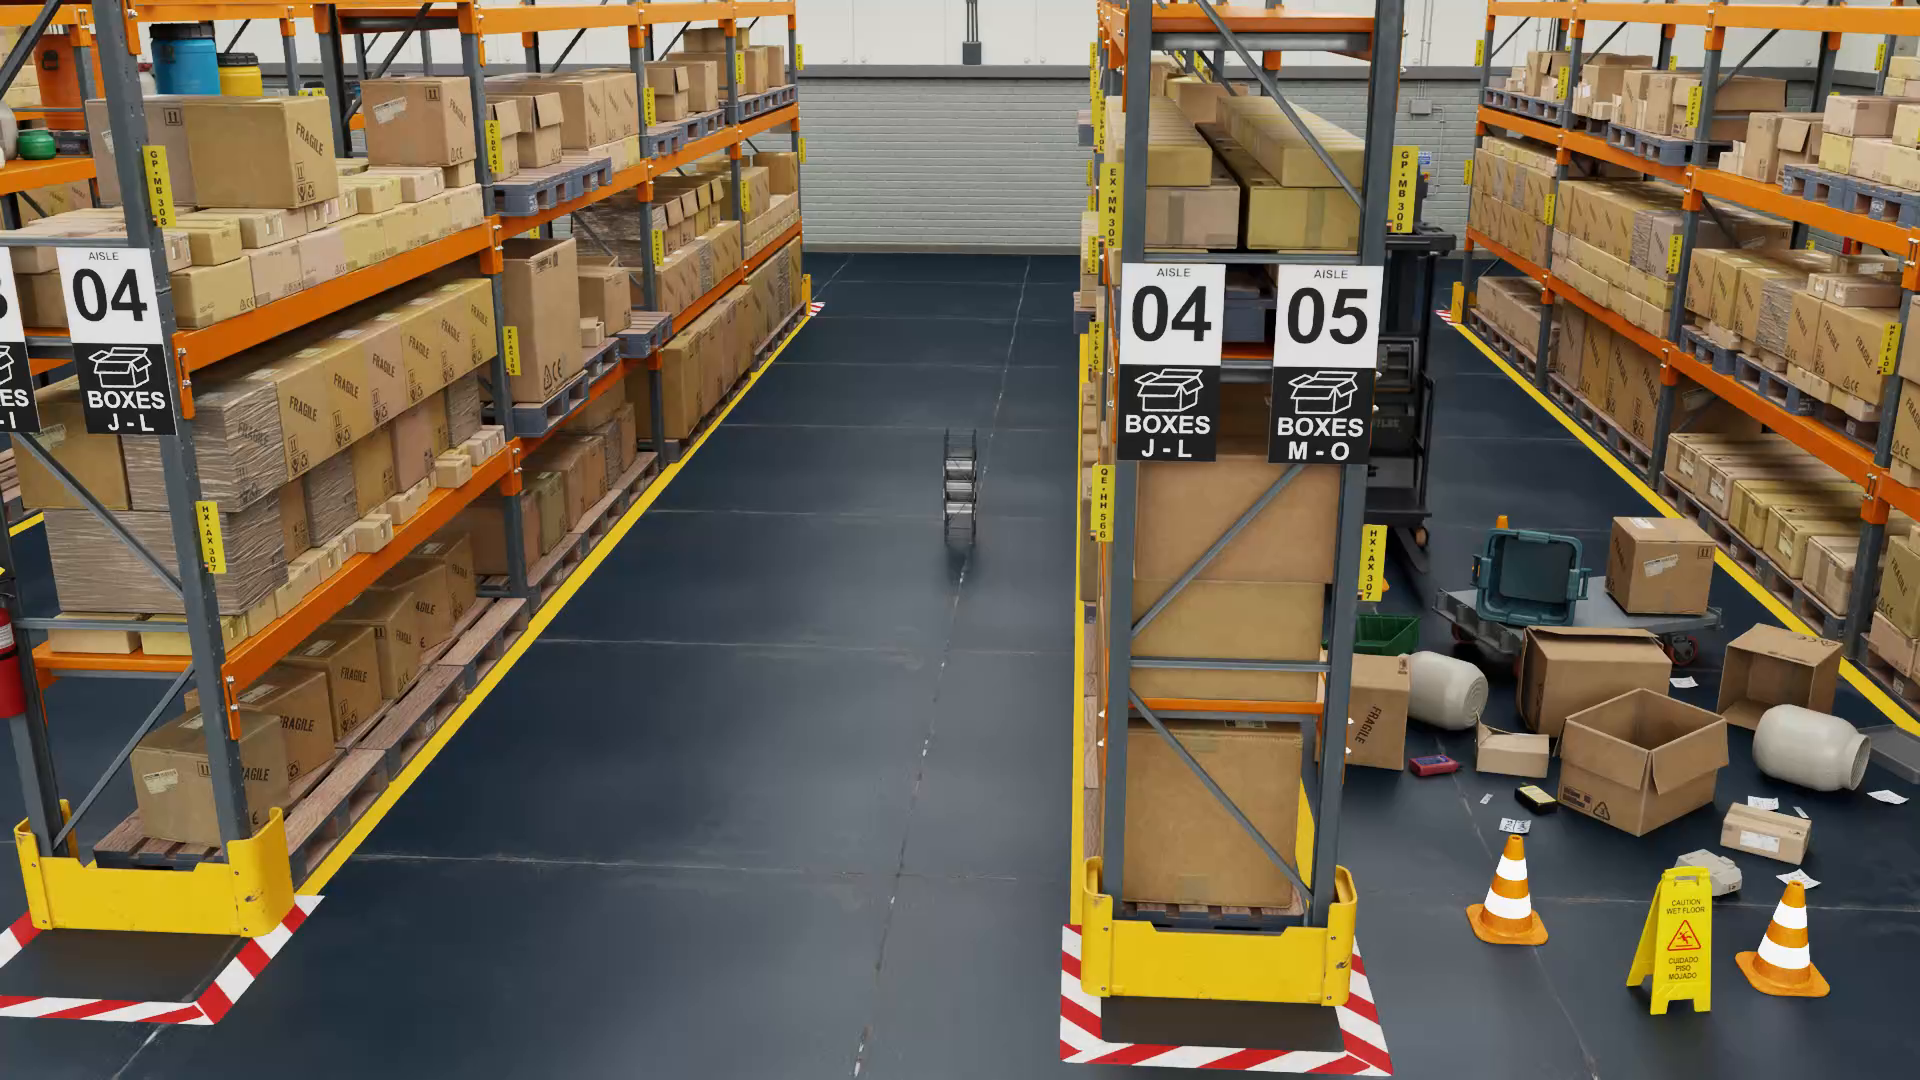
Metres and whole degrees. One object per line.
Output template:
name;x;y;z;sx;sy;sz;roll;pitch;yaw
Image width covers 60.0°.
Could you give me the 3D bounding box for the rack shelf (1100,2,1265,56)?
rack shelf;1.560;-3.653;11.916;1.077;0.370;4.000;1;18;4

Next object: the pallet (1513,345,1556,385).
pallet;7.067;-2.027;19.271;1.003;0.211;1.213;1;18;4

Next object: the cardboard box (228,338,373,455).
cardboard box;-3.422;-0.752;8.655;0.500;0.500;0.500;1;18;4

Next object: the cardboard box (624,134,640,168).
cardboard box;-3.026;-3.298;14.094;0.500;0.250;0.500;1;18;4

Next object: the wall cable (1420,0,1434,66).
wall cable;7.348;-8.984;26.390;0.463;3.000;0.029;1;18;4

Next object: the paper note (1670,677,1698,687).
paper note;4.621;0.904;10.615;0.148;0.019;0.142;1;18;4

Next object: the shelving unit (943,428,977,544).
shelving unit;0.001;-0.430;13.291;0.258;0.900;0.210;1;18;4

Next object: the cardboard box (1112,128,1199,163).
cardboard box;0.870;-1.752;7.423;0.380;0.149;0.250;2;18;5

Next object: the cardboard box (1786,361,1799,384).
cardboard box;6.210;-1.196;11.985;0.380;0.149;0.250;1;18;4

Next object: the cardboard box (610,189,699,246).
cardboard box;-3.077;-3.259;16.779;0.797;0.503;0.637;2;18;6

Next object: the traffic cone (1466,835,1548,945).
traffic cone;2.584;1.602;7.791;0.336;0.463;0.334;1;18;4

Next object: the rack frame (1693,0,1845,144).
rack frame;6.648;-4.727;13.396;1.000;3.000;0.127;1;18;4

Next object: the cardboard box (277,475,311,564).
cardboard box;-3.827;-0.129;8.362;0.875;0.500;0.500;1;18;4

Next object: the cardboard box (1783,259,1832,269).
cardboard box;6.866;-1.956;13.263;0.500;0.500;0.500;1;18;3

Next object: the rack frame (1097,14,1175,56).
rack frame;2.277;-7.290;21.220;1.000;3.000;0.127;1;18;4

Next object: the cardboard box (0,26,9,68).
cardboard box;-12.614;-6.281;21.191;0.700;0.500;0.500;1;18;4

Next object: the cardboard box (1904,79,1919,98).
cardboard box;11.852;-5.456;20.203;0.500;0.250;0.500;2;18;5

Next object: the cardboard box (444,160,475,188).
cardboard box;-3.259;-2.291;10.381;0.380;0.149;0.250;2;18;6

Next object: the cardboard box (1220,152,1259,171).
cardboard box;1.491;-1.671;7.818;0.500;0.250;0.500;1;18;3

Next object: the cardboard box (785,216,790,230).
cardboard box;-2.415;-4.108;21.545;0.380;0.149;0.250;2;18;5

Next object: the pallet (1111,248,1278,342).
pallet;1.172;-1.084;7.240;1.003;0.211;1.213;1;18;4

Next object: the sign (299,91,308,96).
sign;-7.342;-4.867;18.627;0.100;0.325;0.005;1;18;4

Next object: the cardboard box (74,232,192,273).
cardboard box;-3.560;-1.236;7.162;0.380;0.149;0.250;1;18;4

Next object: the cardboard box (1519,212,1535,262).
cardboard box;6.744;-3.475;19.051;0.500;0.500;0.500;1;18;3

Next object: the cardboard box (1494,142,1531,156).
cardboard box;6.838;-4.844;20.581;0.380;0.149;0.250;1;18;2

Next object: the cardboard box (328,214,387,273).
cardboard box;-3.416;-1.586;8.870;0.500;0.250;0.500;2;18;6

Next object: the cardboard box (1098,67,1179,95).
cardboard box;1.748;-4.394;16.359;0.797;0.503;0.637;1;18;3

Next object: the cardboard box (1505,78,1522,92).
cardboard box;6.914;-5.581;20.389;0.380;0.149;0.250;2;18;6

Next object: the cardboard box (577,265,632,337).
cardboard box;-3.176;-2.000;13.874;0.700;0.500;0.500;4;19;12

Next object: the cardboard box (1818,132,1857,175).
cardboard box;6.337;-2.687;11.556;0.500;0.250;0.500;2;18;5

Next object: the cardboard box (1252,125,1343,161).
cardboard box;1.545;-1.815;7.614;0.380;0.149;0.250;1;18;3

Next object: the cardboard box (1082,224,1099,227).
cardboard box;1.430;-3.125;16.916;0.380;0.149;0.250;1;18;3

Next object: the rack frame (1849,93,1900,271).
rack frame;12.172;-4.251;21.579;1.000;3.000;0.127;1;18;4

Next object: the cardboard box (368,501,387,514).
cardboard box;-3.462;-0.121;9.377;0.380;0.149;0.250;1;18;4

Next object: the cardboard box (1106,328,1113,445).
cardboard box;1.256;-0.845;9.210;0.875;0.550;0.550;1;18;4

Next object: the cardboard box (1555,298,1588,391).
cardboard box;6.970;-2.114;17.794;0.875;0.875;0.875;2;18;6

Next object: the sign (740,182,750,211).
sign;-2.408;-3.843;18.601;0.100;0.325;0.005;1;18;4

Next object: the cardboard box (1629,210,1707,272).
cardboard box;6.452;-2.724;15.154;0.500;0.500;0.500;2;18;5

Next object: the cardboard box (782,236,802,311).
cardboard box;-2.629;-3.571;22.242;0.875;0.875;0.875;1;18;4

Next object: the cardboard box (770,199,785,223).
cardboard box;-2.507;-4.180;21.125;0.500;0.250;0.500;1;18;2

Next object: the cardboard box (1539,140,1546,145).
cardboard box;7.466;-4.914;20.794;0.380;0.149;0.250;1;18;3

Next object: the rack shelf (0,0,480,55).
rack shelf;-3.667;-2.741;8.497;1.077;0.370;4.000;1;18;4

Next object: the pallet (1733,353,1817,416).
pallet;6.547;-1.169;12.481;1.003;0.211;1.213;1;18;4

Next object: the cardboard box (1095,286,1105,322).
cardboard box;1.402;-1.869;14.149;0.500;0.500;0.500;1;18;5

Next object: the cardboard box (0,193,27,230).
cardboard box;-12.416;-4.234;21.366;0.500;0.500;0.500;1;18;3

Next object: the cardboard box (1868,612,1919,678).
cardboard box;6.049;0.651;10.361;0.500;0.250;0.500;0;18;1

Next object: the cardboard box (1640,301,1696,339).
cardboard box;6.425;-1.967;14.851;0.500;0.250;0.500;1;18;2

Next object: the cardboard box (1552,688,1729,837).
cardboard box;3.675;1.193;8.974;0.797;0.503;0.637;-13;22;-34

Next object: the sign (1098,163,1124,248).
sign;0.589;-1.295;6.447;0.100;0.325;0.005;1;18;4

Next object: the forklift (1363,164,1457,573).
forklift;3.171;-1.427;13.072;1.130;2.935;3.031;1;18;4

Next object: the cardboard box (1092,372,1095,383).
cardboard box;1.491;-1.541;15.445;0.500;0.250;0.500;1;18;3

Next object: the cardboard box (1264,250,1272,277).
cardboard box;1.491;-1.202;7.025;0.380;0.149;0.250;1;18;4

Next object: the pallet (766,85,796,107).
pallet;-2.706;-5.734;21.431;1.003;0.211;1.213;1;18;4

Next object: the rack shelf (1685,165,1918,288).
rack shelf;6.504;-2.338;12.080;1.077;0.370;4.000;1;18;4
